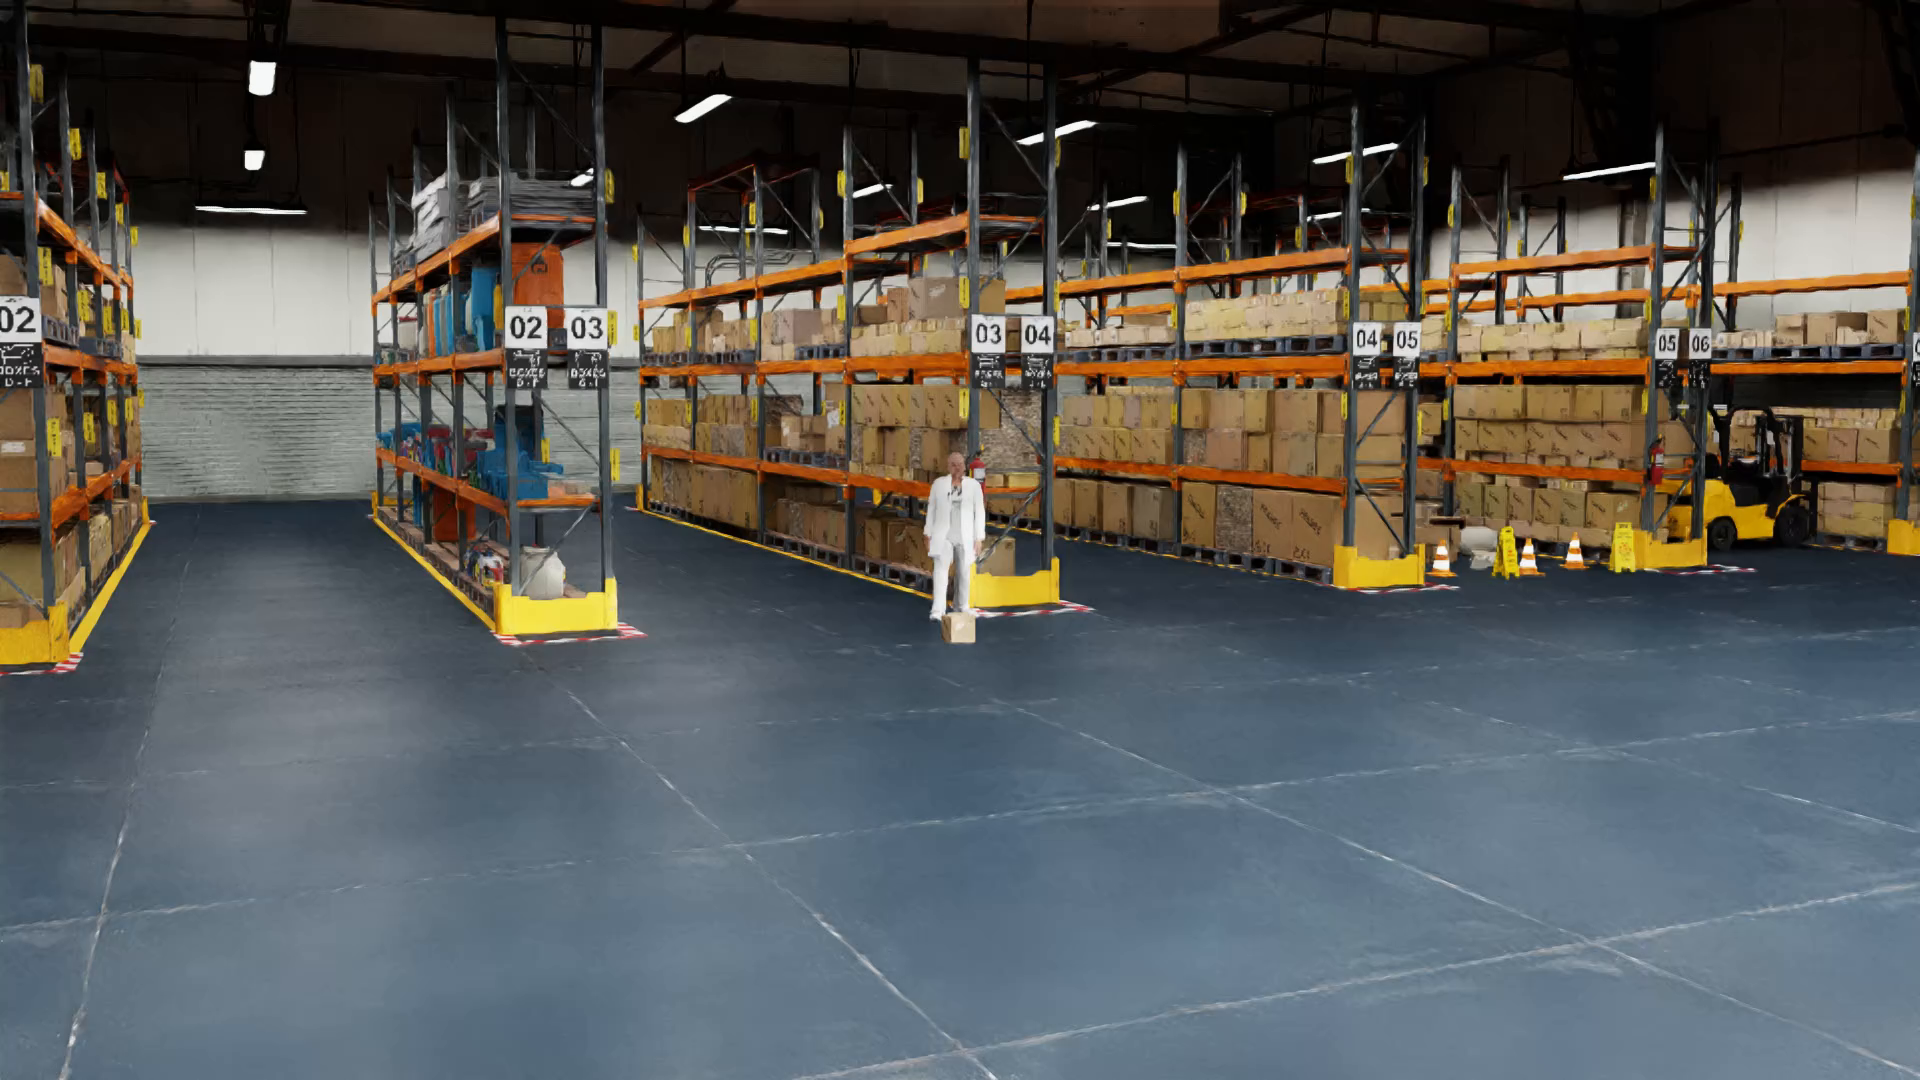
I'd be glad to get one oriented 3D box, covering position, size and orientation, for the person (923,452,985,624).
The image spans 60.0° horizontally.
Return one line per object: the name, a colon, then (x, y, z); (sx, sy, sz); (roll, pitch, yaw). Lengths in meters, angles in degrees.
person: (-0.056, -0.025, 16.959); (0.630, 1.738, 0.973); (0, 5, -3)
